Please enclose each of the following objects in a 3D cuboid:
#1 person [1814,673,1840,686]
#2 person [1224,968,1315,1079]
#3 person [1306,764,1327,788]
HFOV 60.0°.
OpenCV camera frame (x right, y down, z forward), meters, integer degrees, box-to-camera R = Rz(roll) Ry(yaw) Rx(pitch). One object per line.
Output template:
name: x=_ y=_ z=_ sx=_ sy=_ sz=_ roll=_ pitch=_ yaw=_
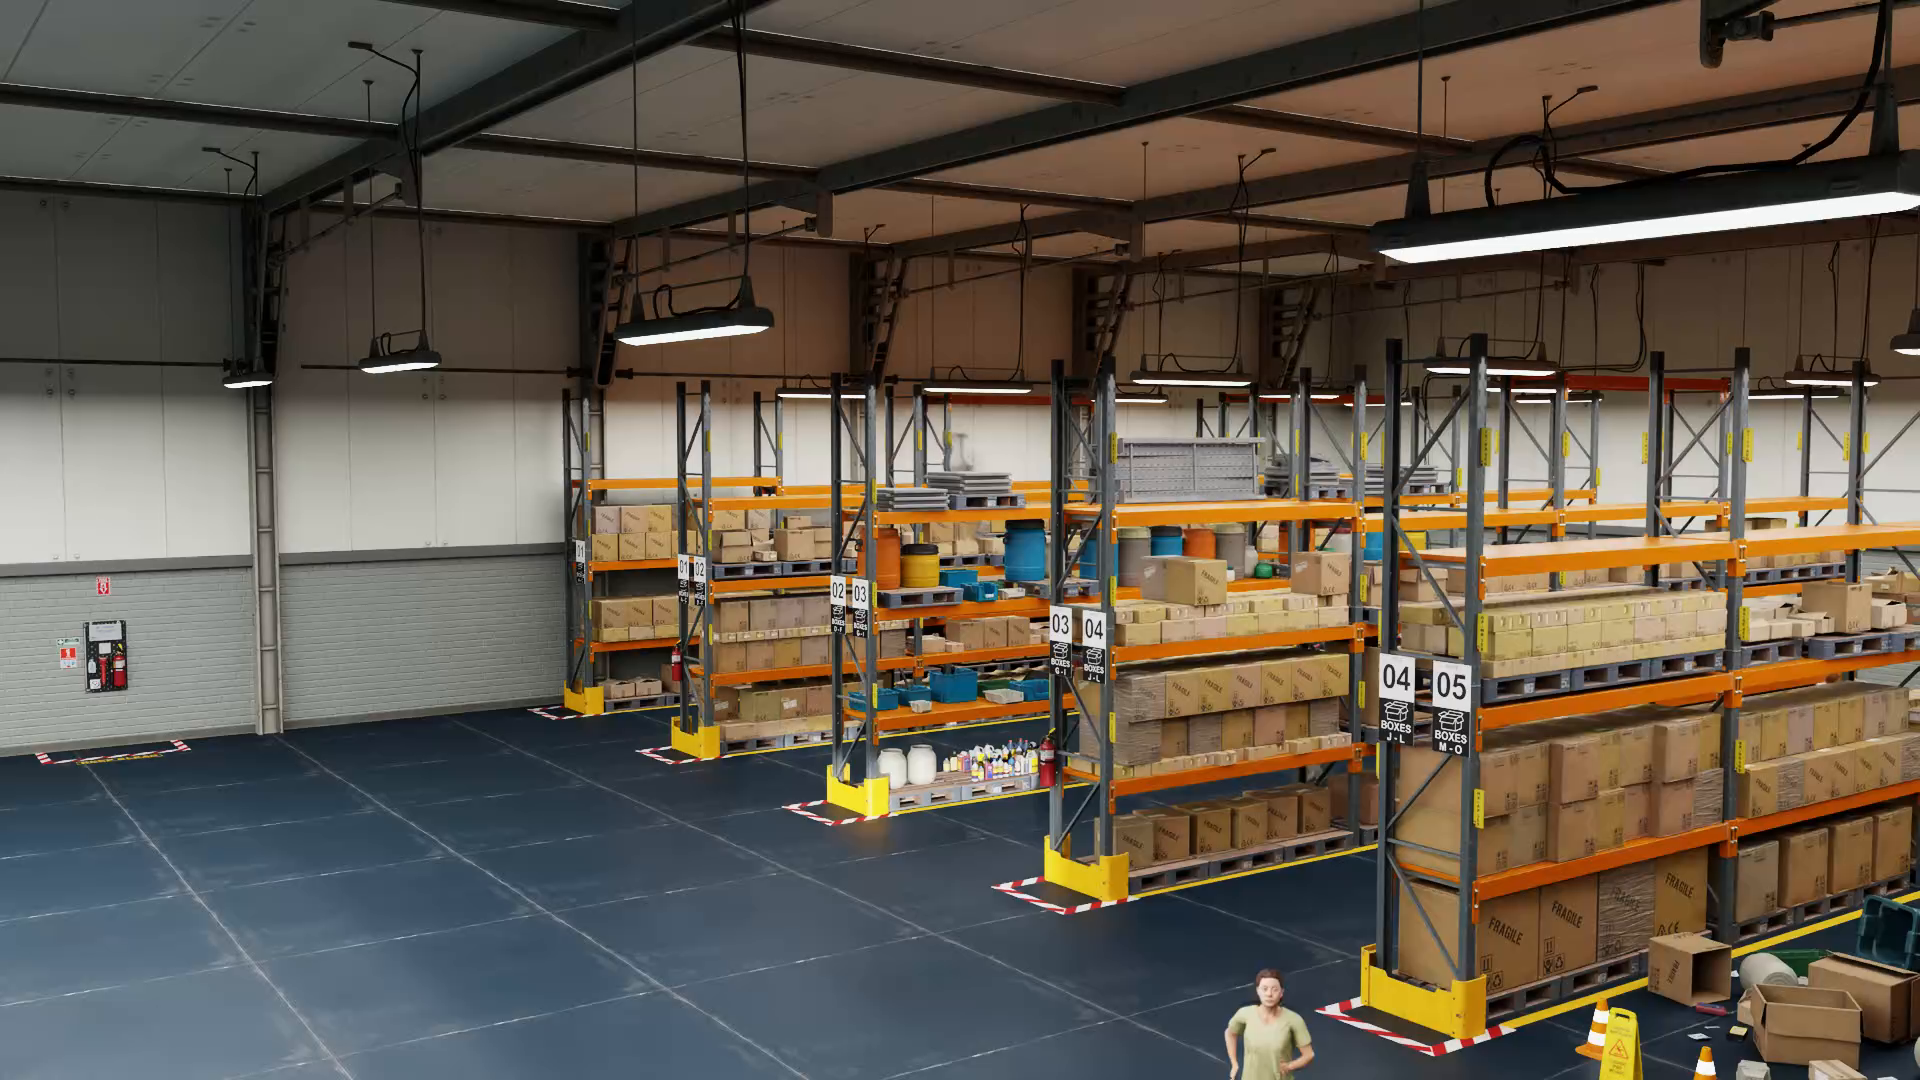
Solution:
person: x=12.812 y=2.718 z=24.470 sx=0.682 sy=1.766 sz=0.856 roll=4 pitch=5 yaw=44
person: x=2.026 y=3.630 z=10.928 sx=0.588 sy=1.643 sz=0.895 roll=1 pitch=4 yaw=11
person: x=4.883 y=2.779 z=23.115 sx=0.852 sy=1.748 sz=0.675 roll=-2 pitch=4 yaw=-30
